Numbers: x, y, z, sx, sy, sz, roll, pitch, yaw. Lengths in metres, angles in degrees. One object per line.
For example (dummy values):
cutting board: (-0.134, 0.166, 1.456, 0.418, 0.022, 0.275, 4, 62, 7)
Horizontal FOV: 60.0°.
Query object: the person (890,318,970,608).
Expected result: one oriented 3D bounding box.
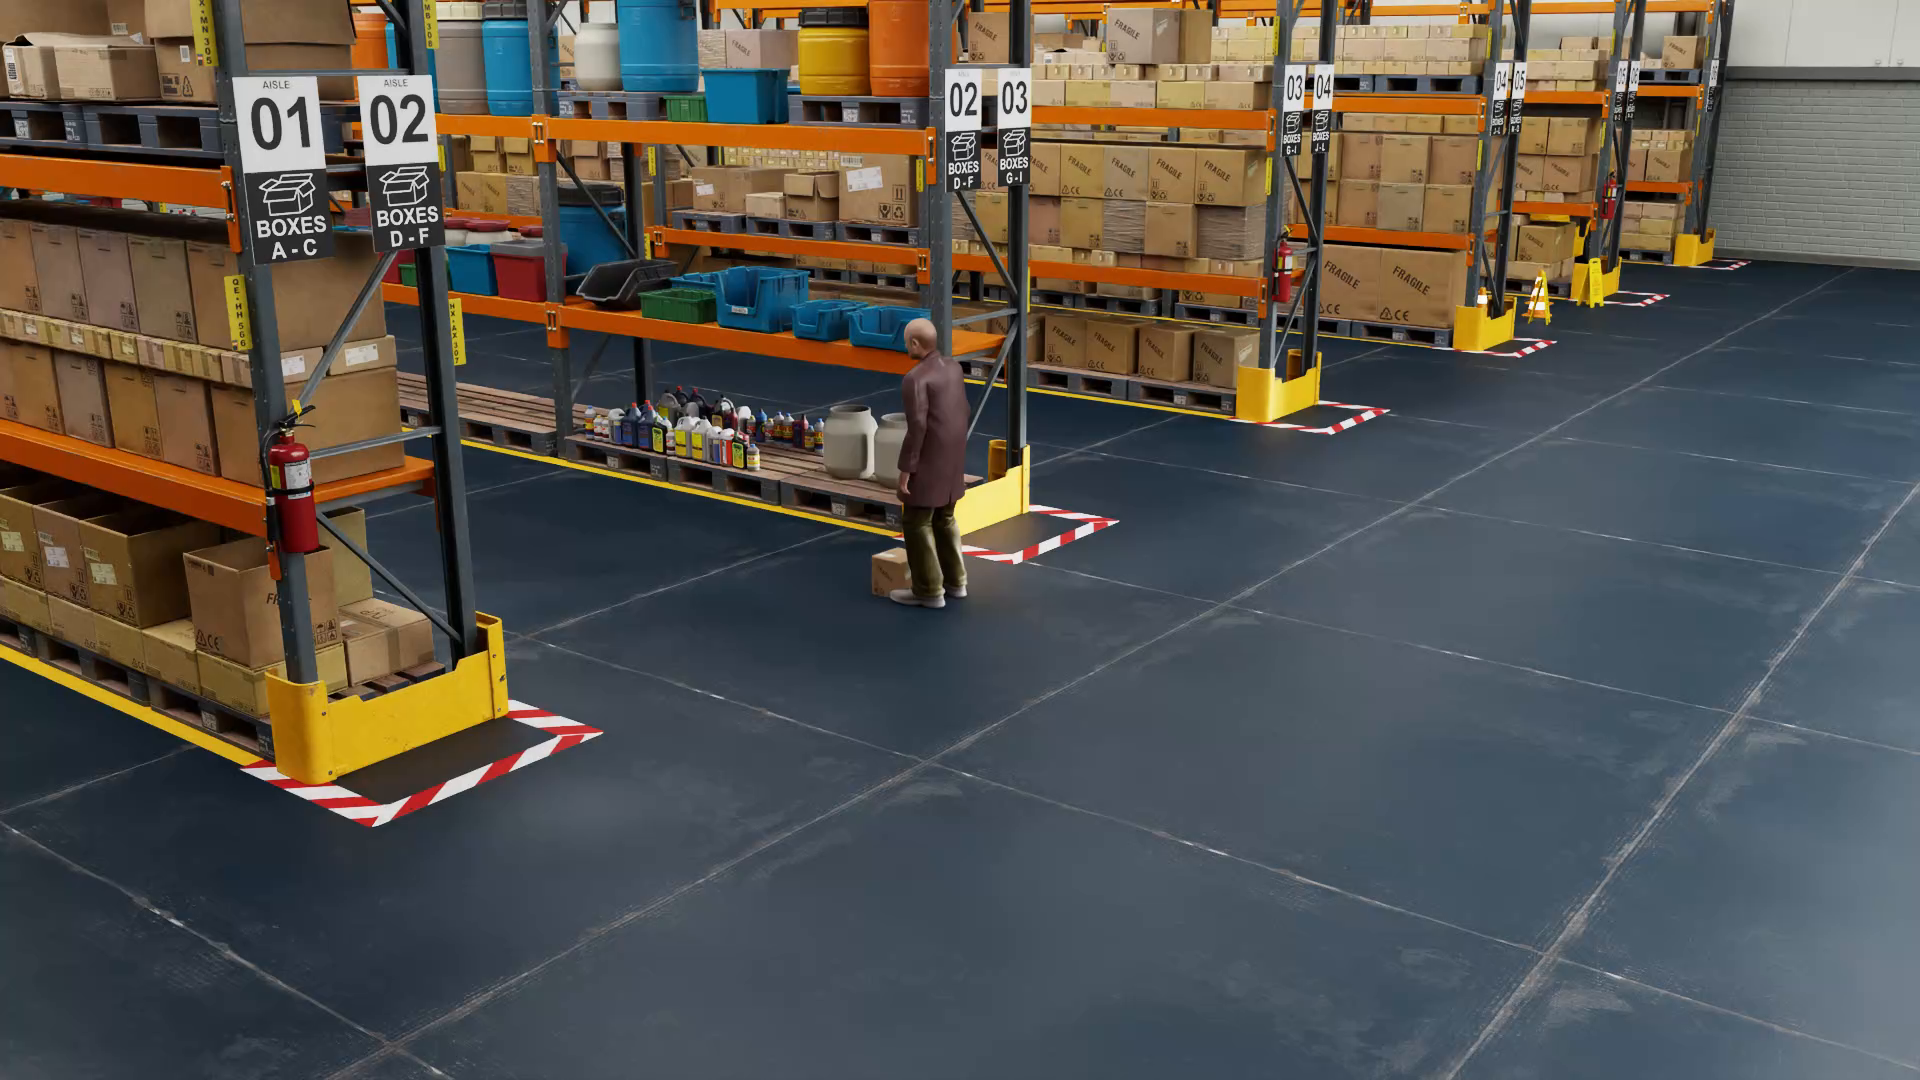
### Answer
person: (-0.180, -0.474, 10.187, 0.429, 1.772, 0.643, 11, 19, 32)
